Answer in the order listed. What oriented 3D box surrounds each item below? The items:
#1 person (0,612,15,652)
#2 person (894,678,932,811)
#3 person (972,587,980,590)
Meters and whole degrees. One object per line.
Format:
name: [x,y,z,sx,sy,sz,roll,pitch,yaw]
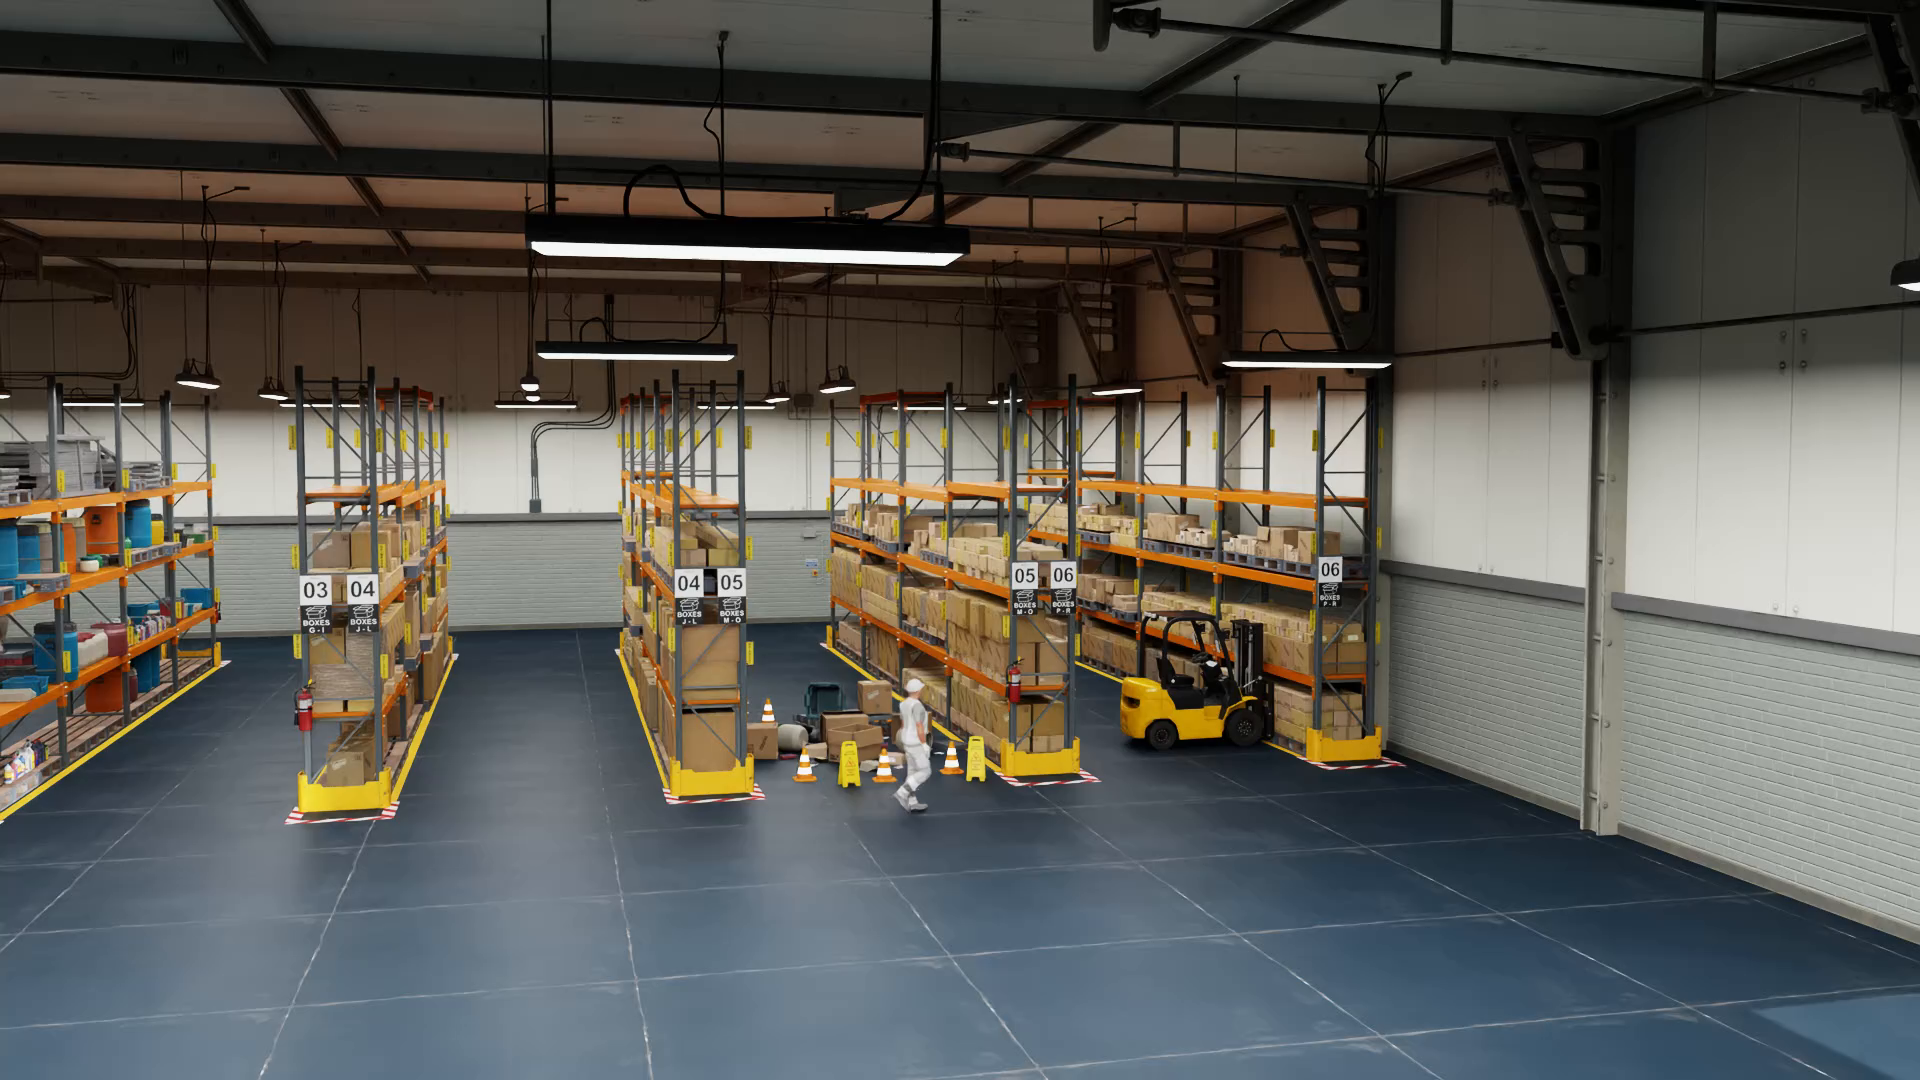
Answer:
person: [-22.326,1.839,38.628,0.580,1.656,1.125,-3,5,-42]
person: [-0.666,2.756,22.359,0.509,1.790,0.559,-1,4,-17]
person: [0.386,1.881,39.047,0.372,1.612,0.445,2,4,32]
